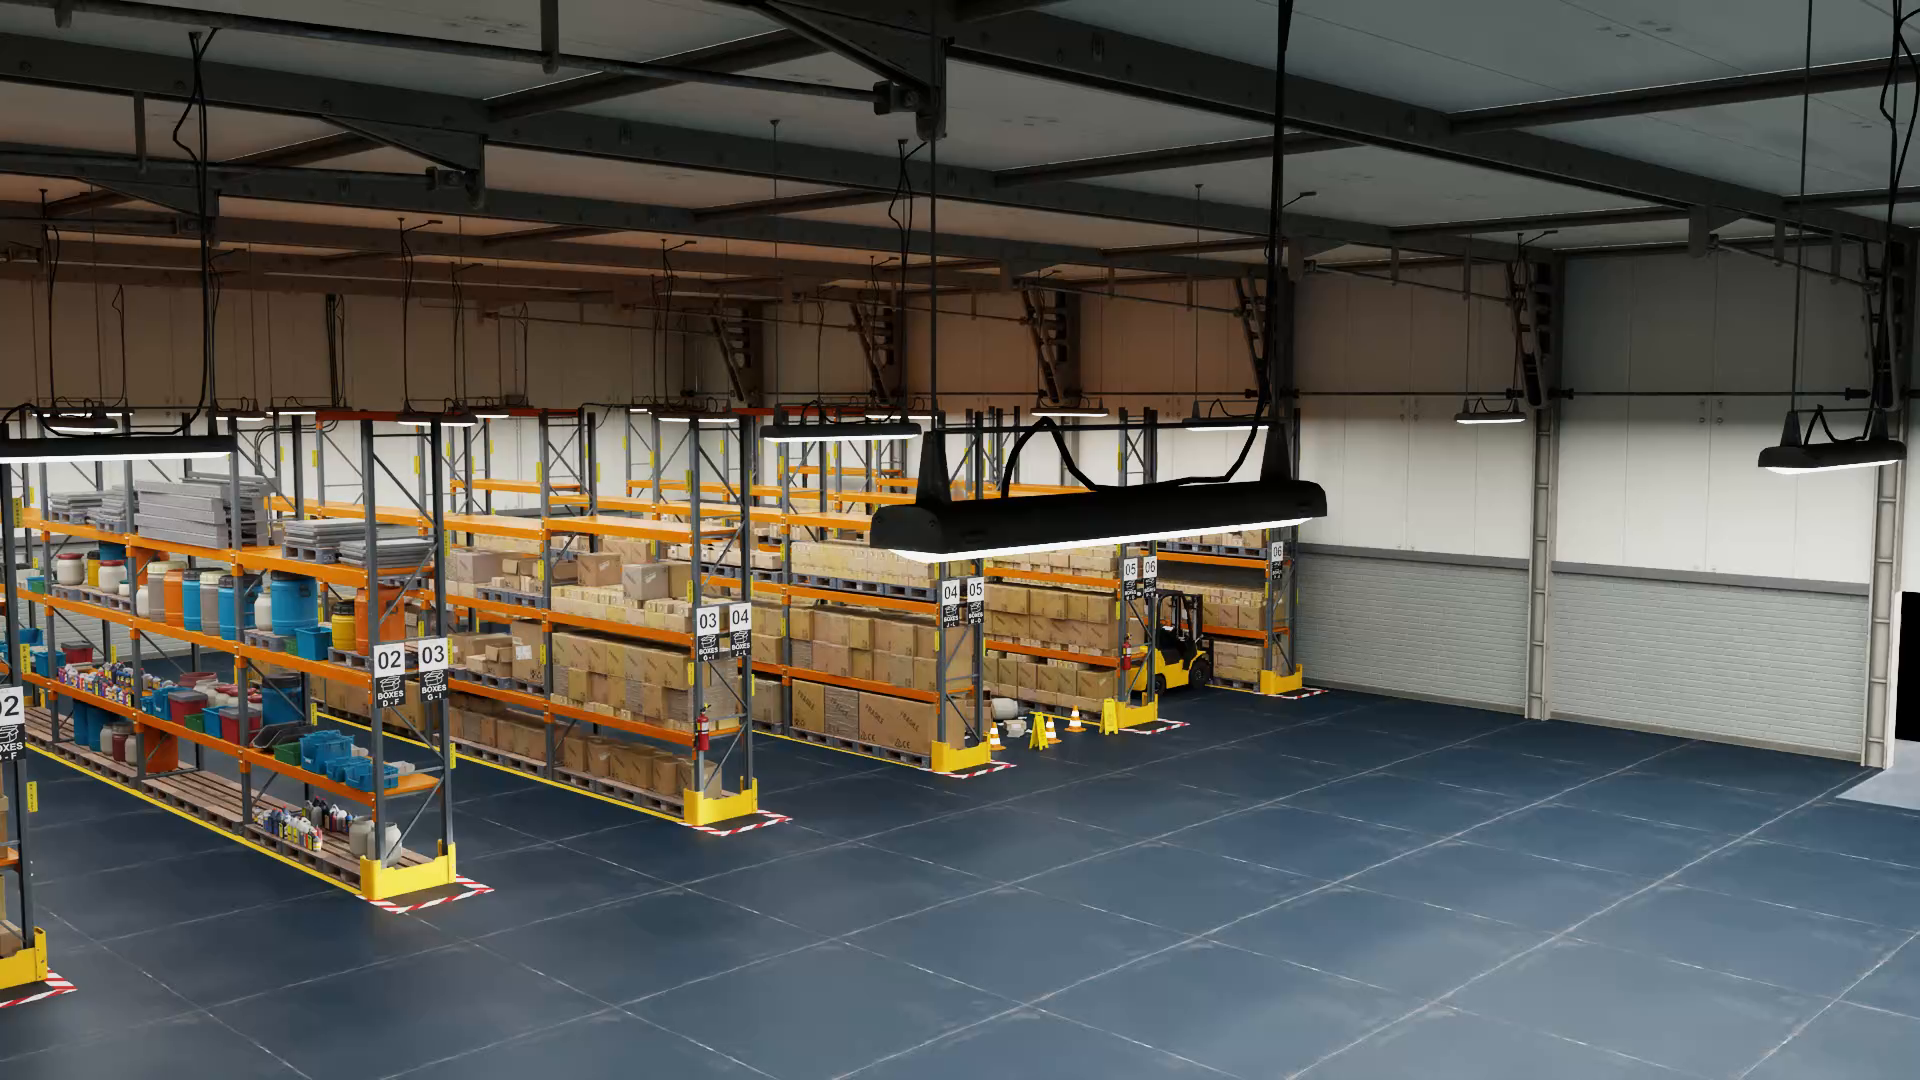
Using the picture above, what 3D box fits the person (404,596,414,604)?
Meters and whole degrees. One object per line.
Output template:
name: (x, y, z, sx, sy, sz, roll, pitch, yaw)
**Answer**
person: (-12.960, 2.066, 38.745, 0.756, 1.694, 0.723, 0, 5, 2)
